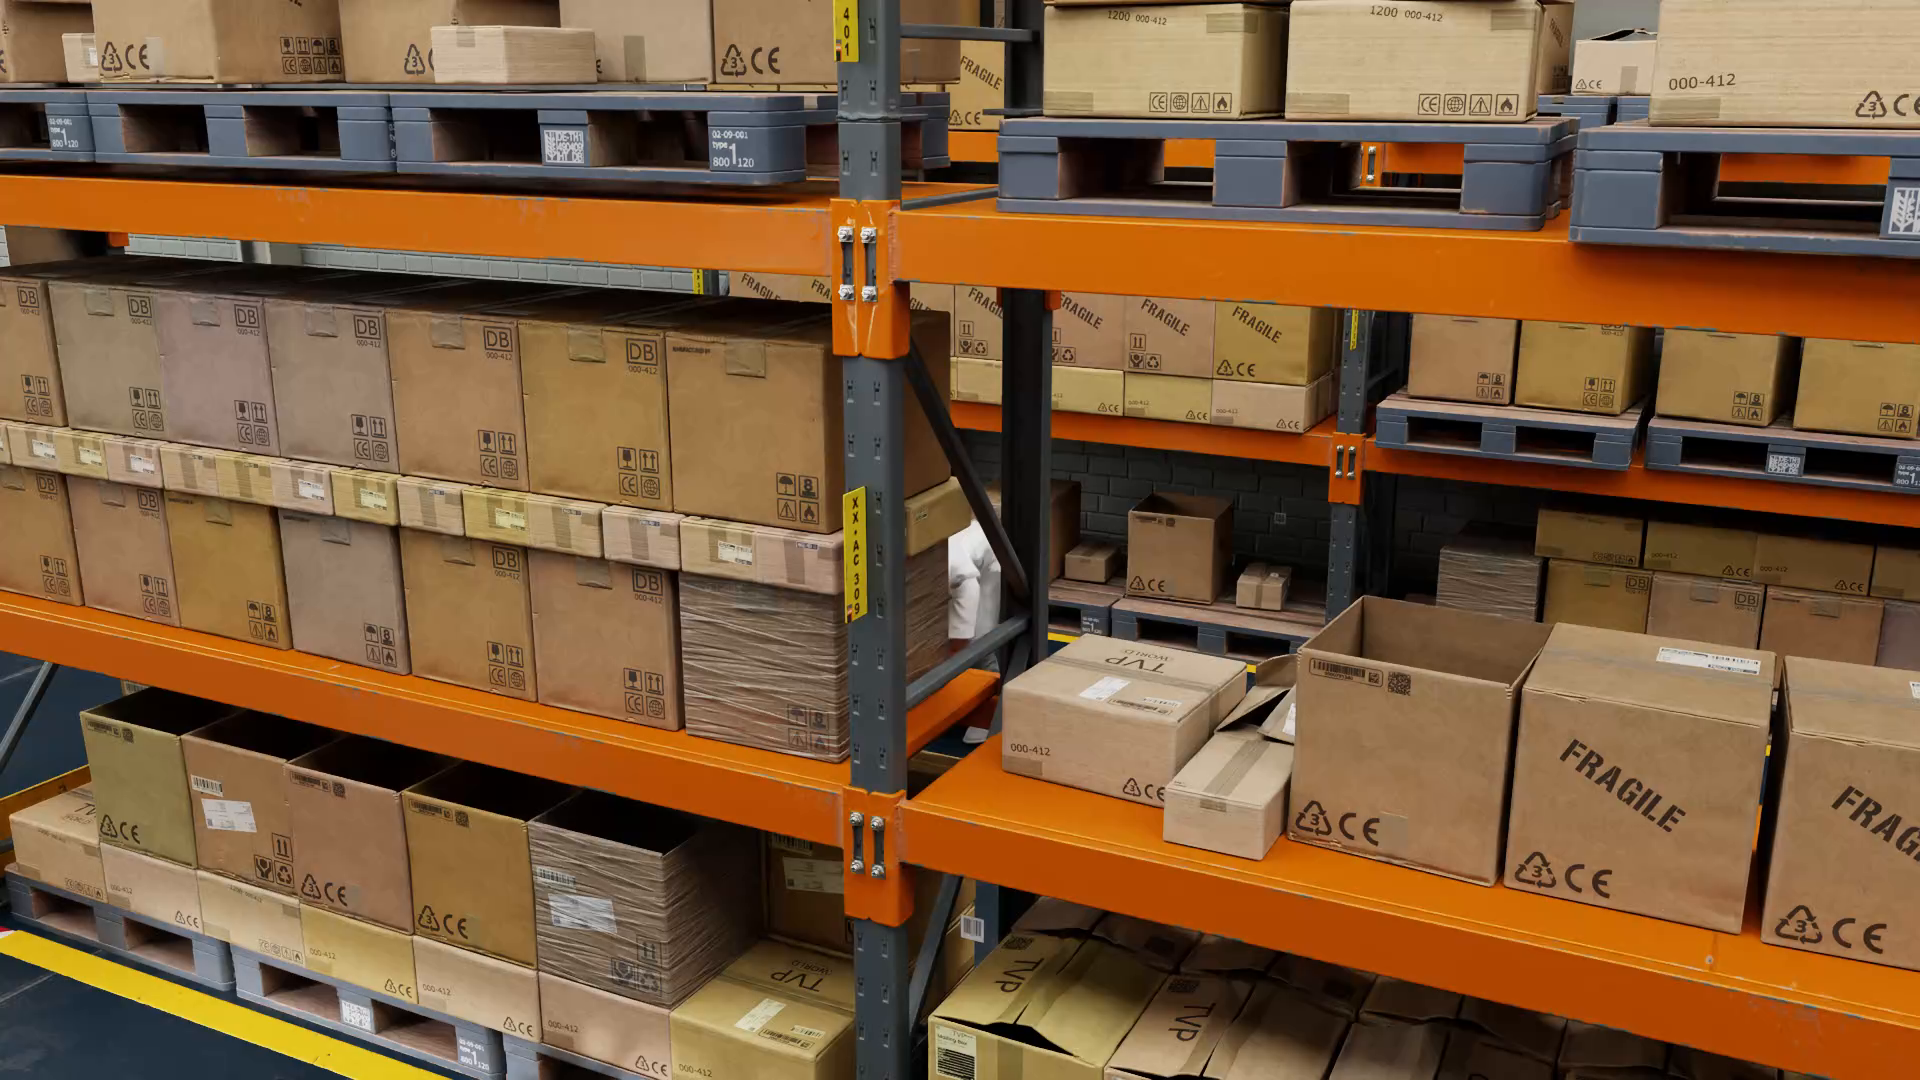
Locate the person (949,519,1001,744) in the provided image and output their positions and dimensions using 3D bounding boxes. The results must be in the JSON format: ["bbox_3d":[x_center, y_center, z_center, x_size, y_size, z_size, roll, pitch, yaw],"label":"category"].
[{"bbox_3d":[-0.097,0.472,7.812,0.481,1.087,0.981,7,17,23],"label":"person"}]
